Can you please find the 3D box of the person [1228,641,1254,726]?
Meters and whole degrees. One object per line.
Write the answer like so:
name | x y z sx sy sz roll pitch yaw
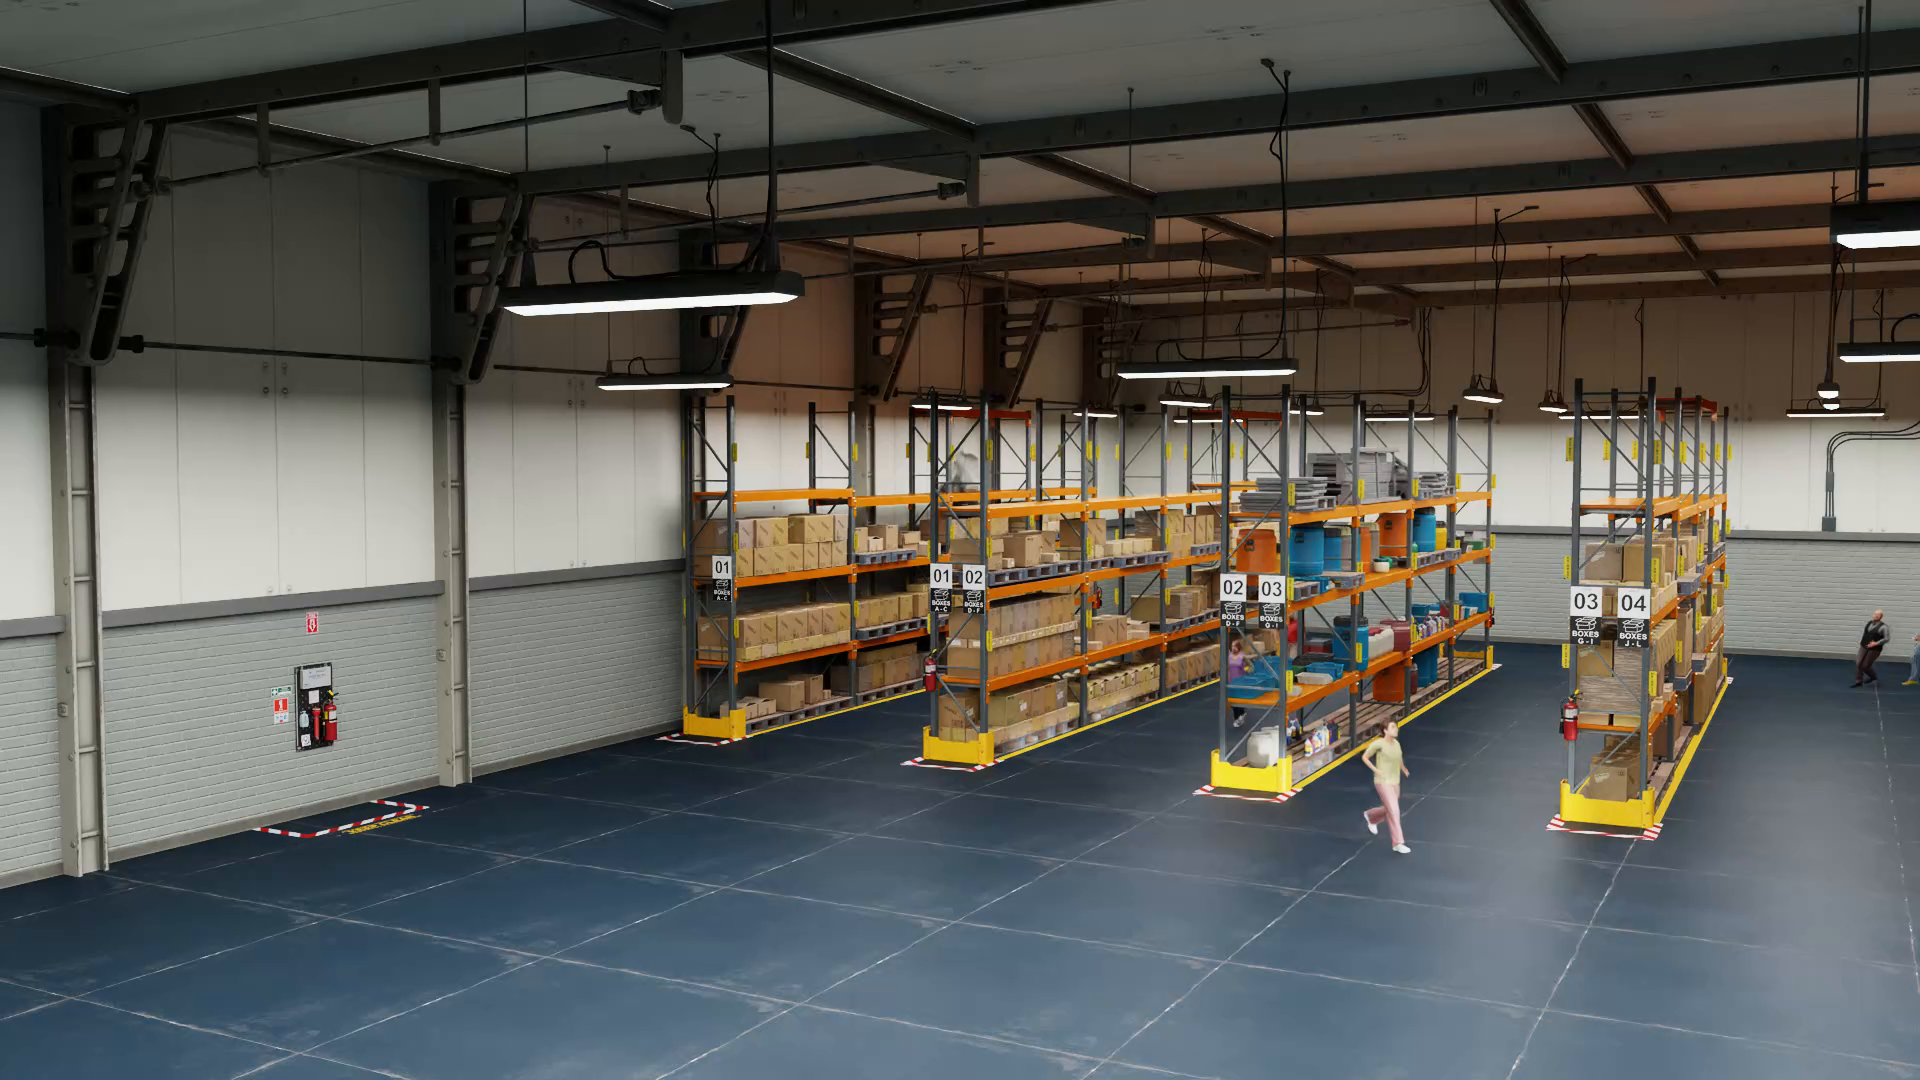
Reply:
person | 5.017 2.613 30.237 0.515 1.565 0.608 2 3 30

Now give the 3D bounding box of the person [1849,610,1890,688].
person | 19.362 2.320 35.243 0.682 1.670 0.678 -1 3 -25

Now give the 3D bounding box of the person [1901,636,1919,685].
person | 20.586 2.261 35.390 0.888 1.753 0.737 1 3 16

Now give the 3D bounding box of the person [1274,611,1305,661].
person | 6.977 2.310 35.293 0.672 1.683 0.528 1 3 16

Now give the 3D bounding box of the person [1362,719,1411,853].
person | 5.365 3.066 20.984 0.583 1.647 0.890 -2 4 -32
